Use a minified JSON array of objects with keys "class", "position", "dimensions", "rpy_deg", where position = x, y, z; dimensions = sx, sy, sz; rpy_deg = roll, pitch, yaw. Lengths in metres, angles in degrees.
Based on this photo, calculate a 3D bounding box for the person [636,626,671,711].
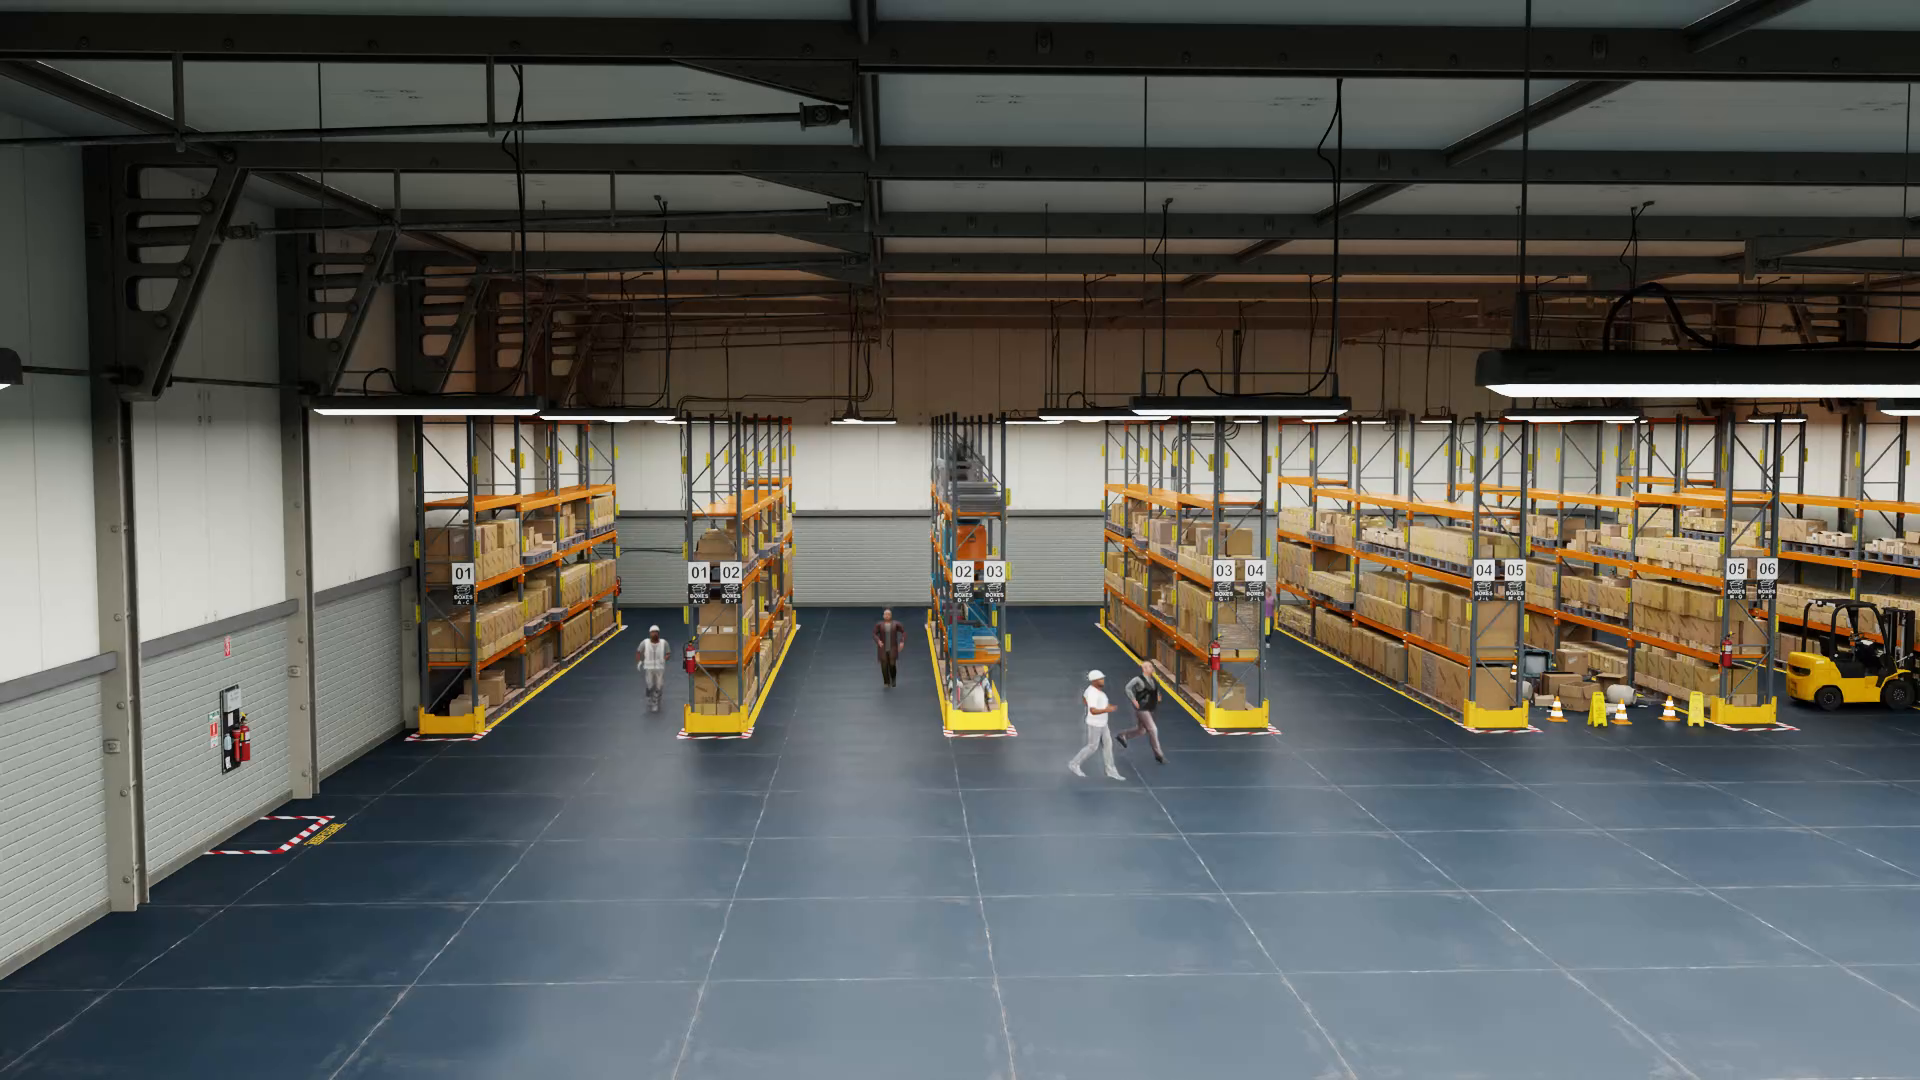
[{"class":"person","position":[-6.114,2.583,33.281],"dimensions":[0.677,1.734,0.584],"rpy_deg":[-1,4,-15]}]

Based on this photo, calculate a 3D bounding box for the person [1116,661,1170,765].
[{"class":"person","position":[3.145,2.940,28.514],"dimensions":[1.117,1.749,0.614],"rpy_deg":[3,5,34]}]

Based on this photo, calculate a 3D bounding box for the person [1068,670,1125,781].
[{"class":"person","position":[2.205,2.989,26.825],"dimensions":[0.918,1.786,0.692],"rpy_deg":[1,4,17]}]

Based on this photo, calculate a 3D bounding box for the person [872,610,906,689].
[{"class":"person","position":[-1.545,2.380,36.086],"dimensions":[0.742,1.740,0.641],"rpy_deg":[0,4,1]}]

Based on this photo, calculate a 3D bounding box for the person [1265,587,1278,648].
[{"class":"person","position":[8.009,2.011,43.328],"dimensions":[0.542,1.563,0.587],"rpy_deg":[0,4,-2]}]
